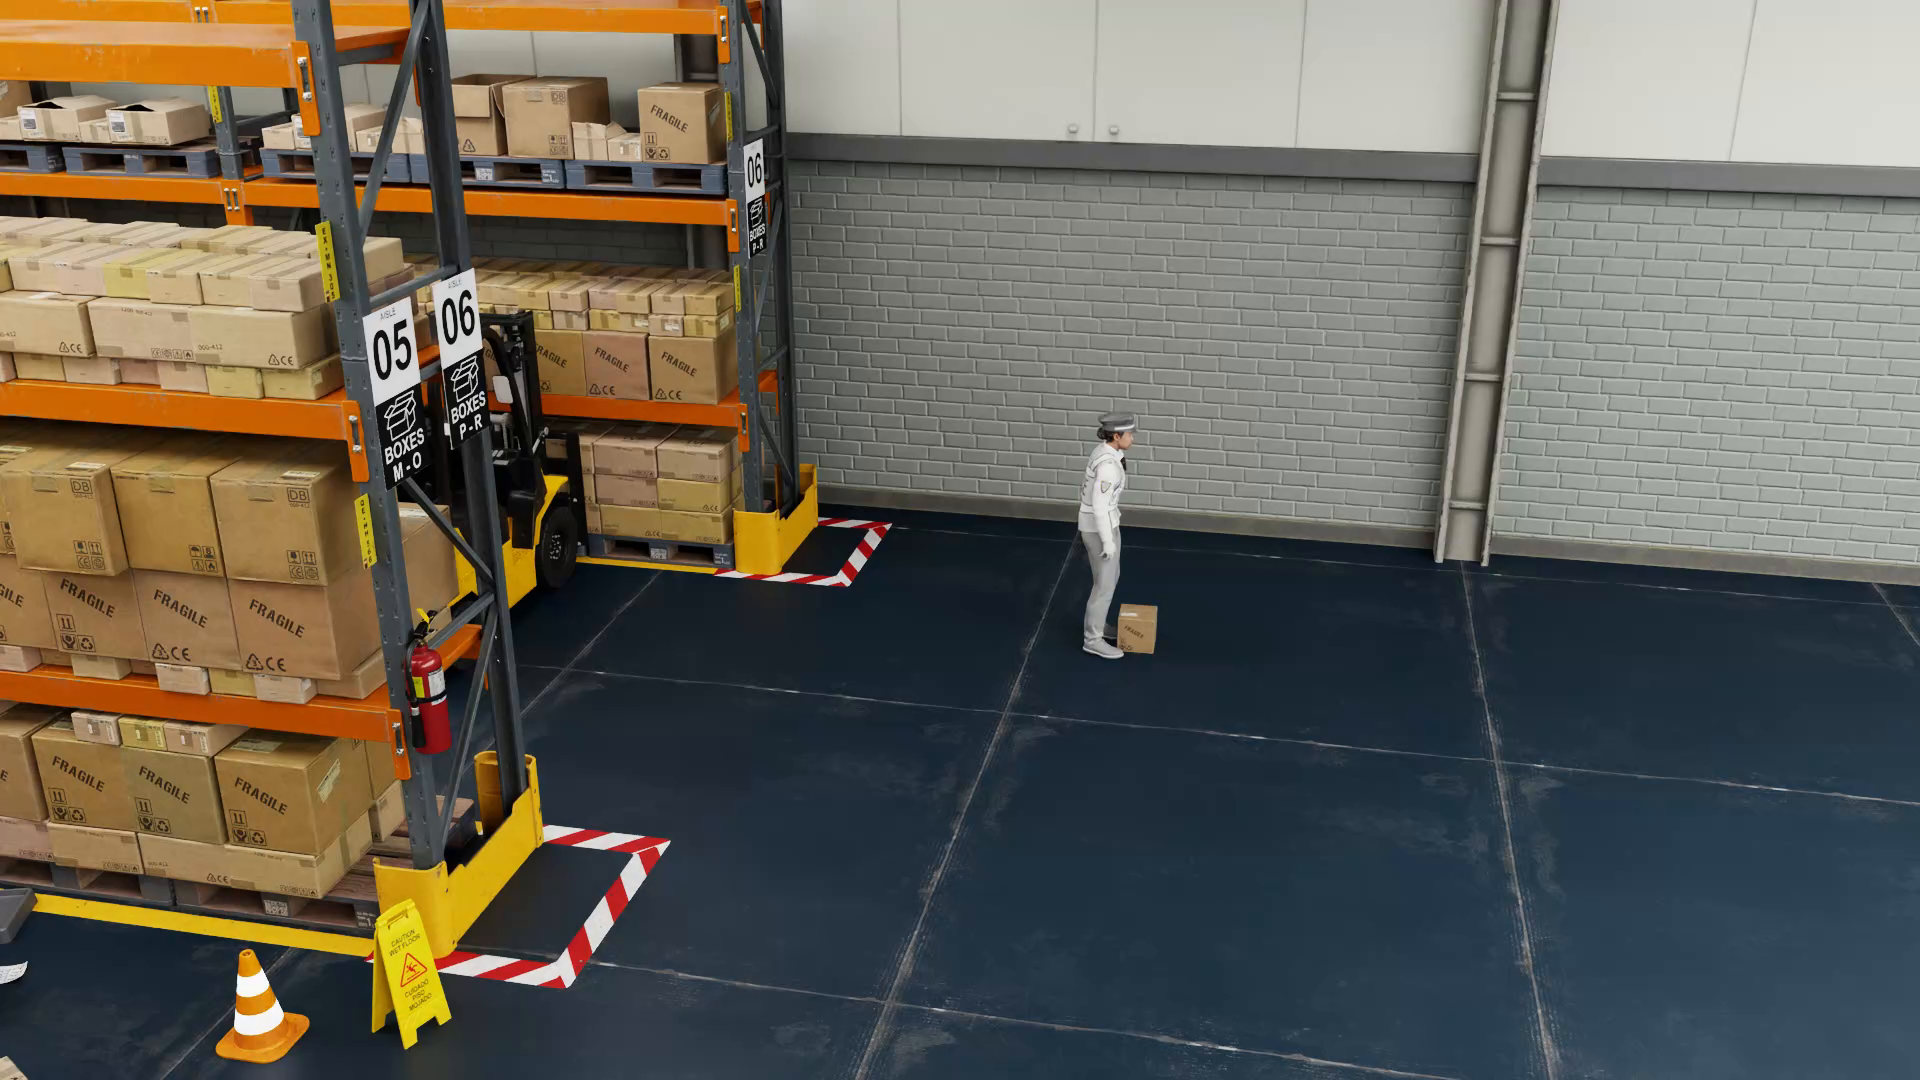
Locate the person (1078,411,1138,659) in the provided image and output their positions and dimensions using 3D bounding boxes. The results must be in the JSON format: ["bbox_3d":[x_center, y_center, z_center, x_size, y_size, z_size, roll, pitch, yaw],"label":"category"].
[{"bbox_3d":[0.984,-0.064,11.242,0.375,1.664,0.546,3,22,8],"label":"person"}]
